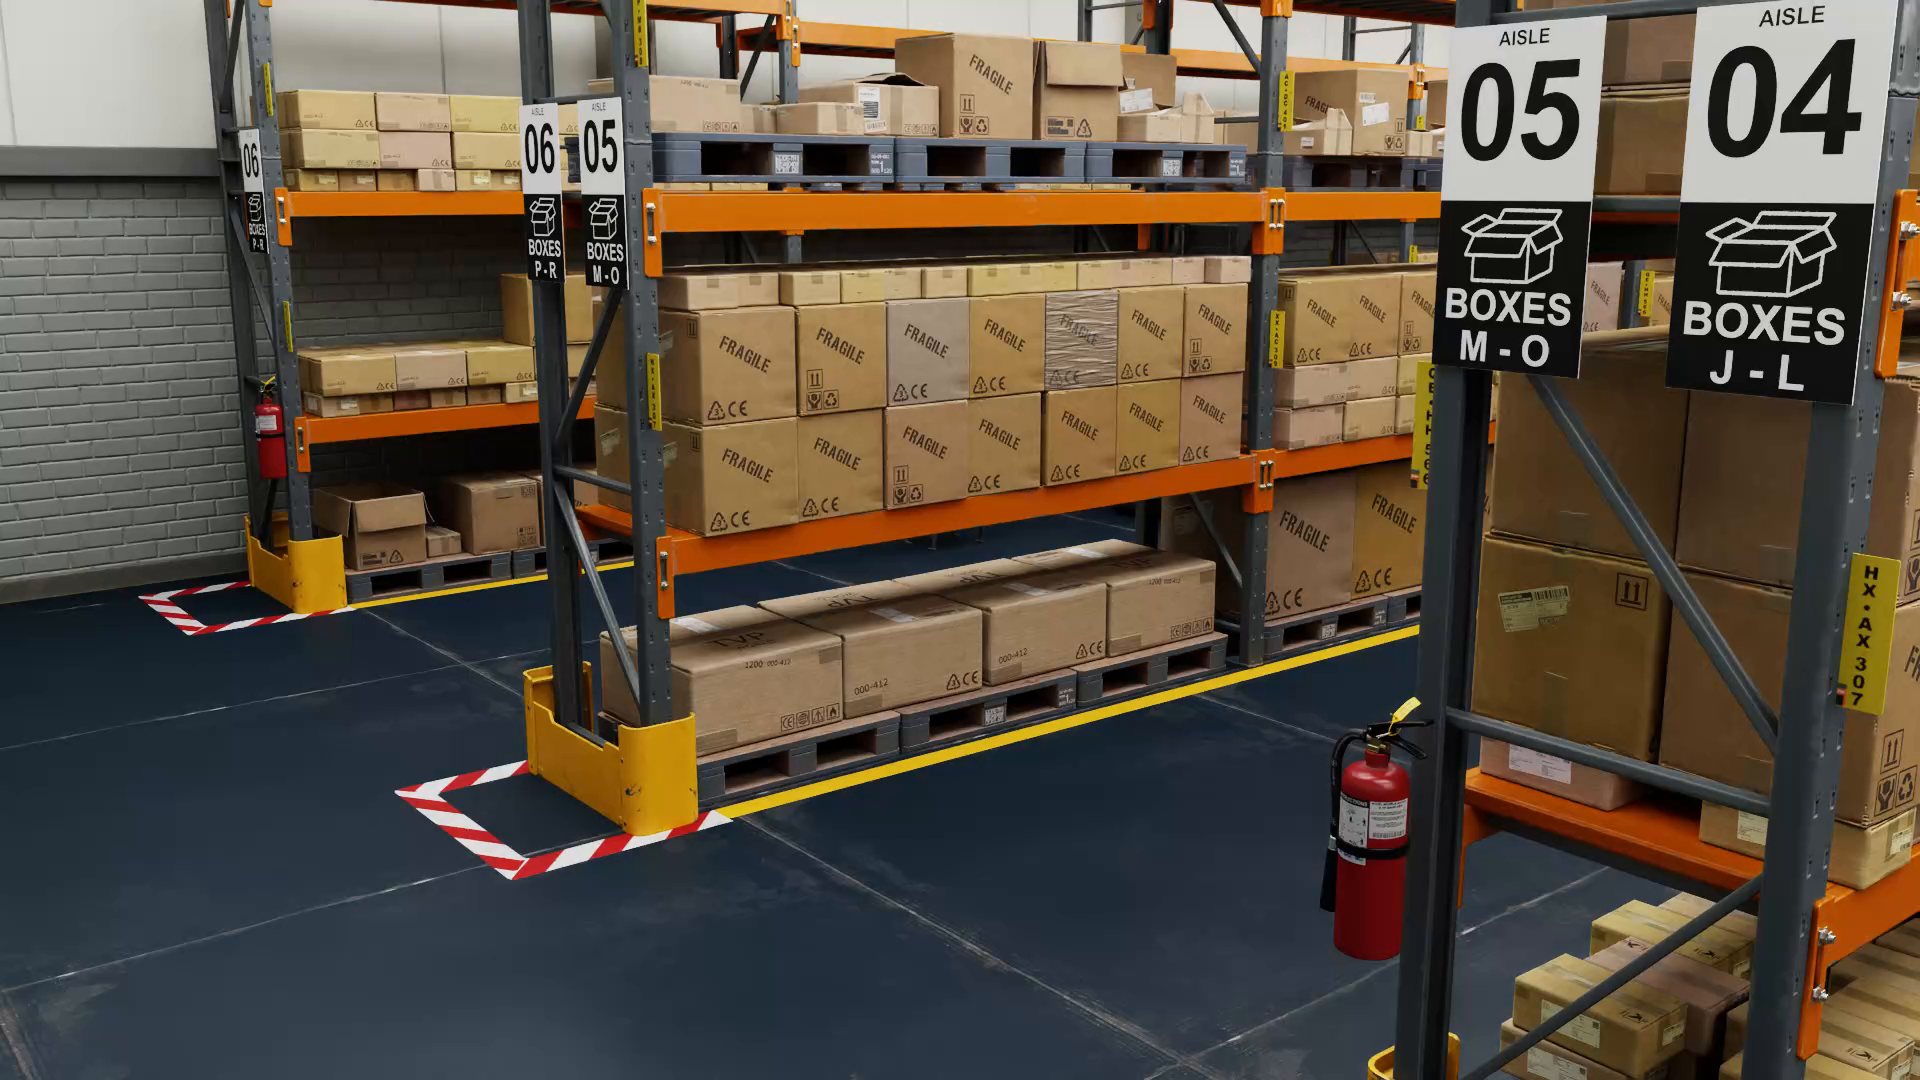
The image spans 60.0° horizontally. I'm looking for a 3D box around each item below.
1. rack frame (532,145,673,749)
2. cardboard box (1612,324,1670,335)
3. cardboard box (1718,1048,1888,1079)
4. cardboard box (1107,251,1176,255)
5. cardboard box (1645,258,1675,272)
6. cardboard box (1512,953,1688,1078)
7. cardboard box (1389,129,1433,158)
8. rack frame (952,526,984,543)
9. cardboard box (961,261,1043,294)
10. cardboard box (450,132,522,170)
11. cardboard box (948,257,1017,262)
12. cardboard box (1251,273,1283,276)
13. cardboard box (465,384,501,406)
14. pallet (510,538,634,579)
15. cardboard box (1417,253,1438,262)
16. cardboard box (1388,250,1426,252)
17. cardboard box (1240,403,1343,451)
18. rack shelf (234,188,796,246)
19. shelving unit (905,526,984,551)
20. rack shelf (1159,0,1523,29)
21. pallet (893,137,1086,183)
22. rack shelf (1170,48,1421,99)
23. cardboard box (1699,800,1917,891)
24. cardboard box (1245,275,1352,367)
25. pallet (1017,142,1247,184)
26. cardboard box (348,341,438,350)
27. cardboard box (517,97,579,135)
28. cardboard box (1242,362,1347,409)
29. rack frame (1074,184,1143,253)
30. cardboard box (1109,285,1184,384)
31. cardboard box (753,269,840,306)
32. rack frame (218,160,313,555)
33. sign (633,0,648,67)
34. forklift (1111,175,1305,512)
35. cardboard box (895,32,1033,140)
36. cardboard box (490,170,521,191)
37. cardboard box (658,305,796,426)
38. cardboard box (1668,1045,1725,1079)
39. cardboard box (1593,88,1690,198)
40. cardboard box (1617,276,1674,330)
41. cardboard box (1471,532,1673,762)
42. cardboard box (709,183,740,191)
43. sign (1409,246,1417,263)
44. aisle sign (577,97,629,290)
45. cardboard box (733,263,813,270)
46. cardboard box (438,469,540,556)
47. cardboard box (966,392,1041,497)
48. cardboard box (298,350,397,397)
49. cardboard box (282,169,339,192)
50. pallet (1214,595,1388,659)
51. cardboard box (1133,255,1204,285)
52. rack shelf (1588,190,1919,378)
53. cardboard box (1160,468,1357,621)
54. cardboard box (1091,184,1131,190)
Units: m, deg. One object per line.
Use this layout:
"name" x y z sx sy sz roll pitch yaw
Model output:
"rack frame" -1.650 -0.261 7.637 0.127 3.000 1.000 -9 15 -38
"cardboard box" 2.118 -0.320 4.552 0.500 0.500 0.500 -10 16 -40
"cardboard box" 2.142 1.414 4.170 0.250 0.149 0.380 -10 16 -40
"cardboard box" 1.064 -1.637 9.906 0.250 0.149 0.380 -10 15 -38
"cardboard box" 5.698 -2.274 13.589 0.250 0.149 0.380 -10 16 -40
"cardboard box" 1.776 1.317 4.626 0.250 0.149 0.380 -9 15 -37
"cardboard box" 2.680 -2.446 10.257 0.250 0.166 0.380 -11 16 -41
"rack frame" 0.061 -1.037 13.459 0.015 2.100 0.400 -9 15 -38
"cardboard box" 0.211 -1.354 8.574 0.250 0.149 0.380 -9 15 -38
"cardboard box" -3.446 -2.752 11.792 0.500 0.250 0.500 -10 16 -39
"cardboard box" 0.098 -1.463 9.087 0.250 0.149 0.380 -9 15 -38
"cardboard box" 1.665 -1.417 10.432 0.500 0.500 0.500 -9 15 -36
"cardboard box" -3.533 -1.080 12.096 0.250 0.149 0.380 -9 15 -37
"pallet" -3.121 0.027 12.992 1.213 0.211 1.003 -9 15 -38
"cardboard box" 5.187 -3.179 18.861 0.250 0.149 0.380 -9 15 -37
"cardboard box" 5.253 -3.330 19.571 0.250 0.149 0.380 -10 15 -39
"cardboard box" 1.982 -0.721 10.165 0.500 0.250 0.500 -10 15 -39
"rack shelf" -3.192 -2.441 12.412 4.000 0.370 1.077 -9 15 -38
"shelving unit" -0.129 -1.006 13.310 0.503 2.100 0.431 -9 15 -38
"rack shelf" 3.035 -3.427 10.797 4.000 0.370 1.077 -9 15 -38
"pallet" -0.124 -1.942 8.546 1.213 0.211 1.003 -9 15 -38
"rack shelf" 3.054 -4.750 17.031 4.000 0.370 1.077 -9 15 -38
"cardboard box" 1.979 0.663 3.892 0.250 0.149 0.380 -10 15 -38
"cardboard box" 1.996 -1.329 10.017 0.500 0.500 0.500 -9 15 -37
"pallet" 0.828 -2.100 9.287 1.213 0.211 1.003 -9 15 -38
"cardboard box" -4.157 -1.307 12.209 0.500 0.250 0.500 -9 15 -37
"cardboard box" -3.066 -3.065 12.060 0.500 0.250 0.500 -9 15 -36
"cardboard box" 1.993 -0.963 10.099 0.500 0.250 0.500 -10 16 -39
"rack frame" 1.493 -2.104 16.315 0.127 3.000 1.000 -9 15 -38
"cardboard box" 0.876 -1.148 9.164 0.500 0.500 0.500 -10 15 -38
"cardboard box" -0.765 -1.178 7.747 0.250 0.149 0.380 -9 15 -36
"rack frame" -4.754 -1.066 11.427 0.127 3.000 1.000 -9 15 -38
"sign" -1.308 -2.104 6.799 0.005 0.325 0.100 -9 15 -38
"forklift" 2.493 -1.881 15.433 1.130 2.935 3.031 7 14 29
"cardboard box" 0.017 -2.269 8.379 0.500 0.500 0.500 -9 15 -37
"cardboard box" -3.347 -2.576 11.920 0.250 0.149 0.380 -10 15 -38
"cardboard box" -1.098 -0.815 7.599 0.500 0.500 0.500 -10 15 -39
"cardboard box" 1.992 1.432 4.799 0.250 0.149 0.380 -10 15 -39
"cardboard box" 1.711 -0.967 4.102 0.500 0.250 0.500 -10 15 -39
"cardboard box" 5.092 -1.720 12.539 0.500 0.500 0.500 -10 16 -39
"cardboard box" 1.711 0.234 4.348 0.500 0.500 0.500 -9 15 -37
"cardboard box" -1.920 -2.803 12.993 0.250 0.149 0.380 -9 15 -38
"sign" 4.963 -3.064 18.239 0.005 0.325 0.100 -9 15 -38
"aisle sign" -1.525 -1.477 7.102 0.004 0.787 0.394 -9 15 -38
"cardboard box" -0.941 -1.306 8.346 0.250 0.149 0.380 -9 15 -36
"cardboard box" -3.526 -0.217 12.437 0.500 0.500 0.700 -9 15 -35
"cardboard box" 0.071 -0.527 8.647 0.500 0.500 0.500 -9 15 -36
"cardboard box" -4.232 -1.153 11.483 0.500 0.250 0.500 -9 15 -37
"cardboard box" -4.360 -2.414 11.158 0.250 0.149 0.380 -9 15 -36
"pallet" 2.028 0.471 10.901 1.213 0.211 1.003 -9 15 -38
"cardboard box" 1.158 -1.527 9.391 0.250 0.149 0.380 -9 15 -36
"rack shelf" 3.083 -0.846 4.904 4.000 0.370 1.077 -9 15 -38
"cardboard box" 1.907 -0.040 10.699 0.875 0.875 0.875 -9 15 -36
"cardboard box" 1.244 -3.392 15.520 0.500 0.250 0.500 -10 16 -40
